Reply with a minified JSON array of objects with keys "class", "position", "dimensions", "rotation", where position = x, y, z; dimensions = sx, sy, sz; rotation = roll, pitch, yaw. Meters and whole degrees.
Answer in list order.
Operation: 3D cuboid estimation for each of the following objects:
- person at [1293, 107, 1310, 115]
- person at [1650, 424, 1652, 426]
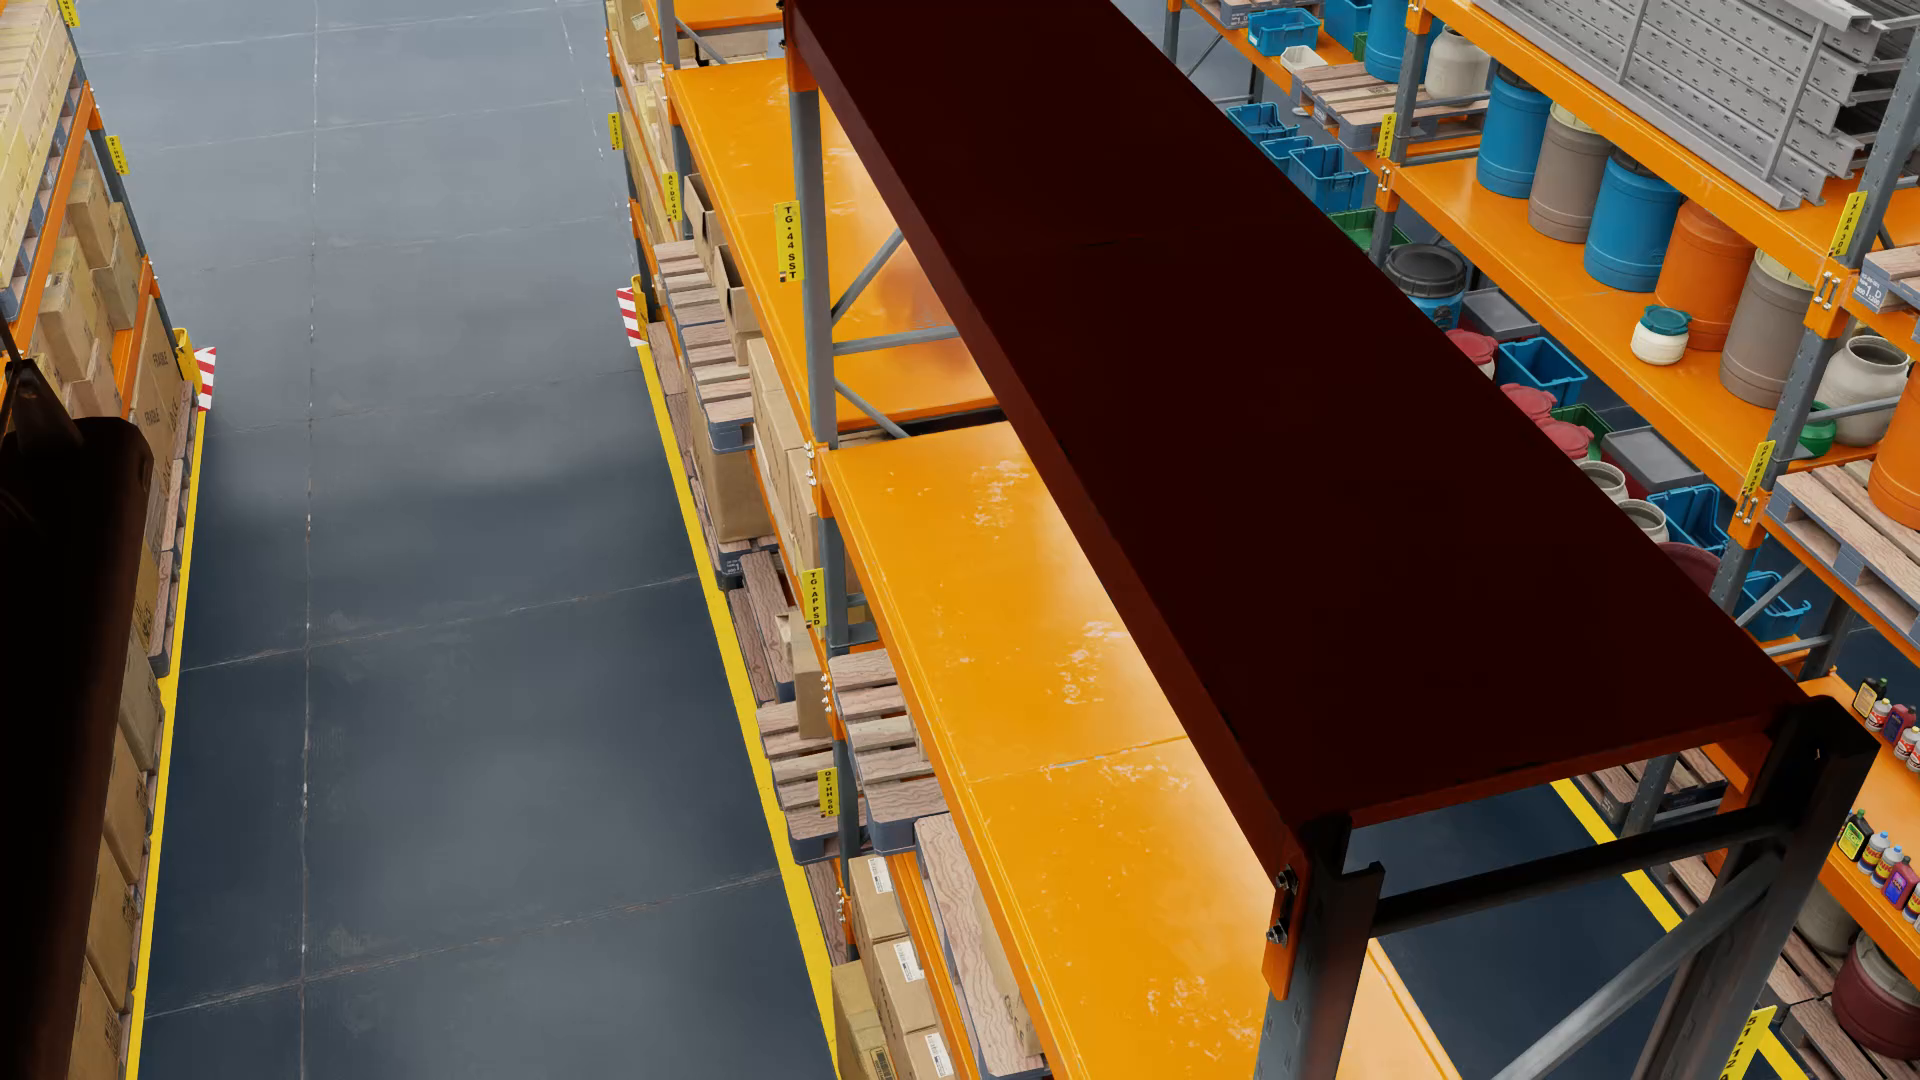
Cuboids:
[{"class":"person","position":[4.042,-5.447,18.486],"dimensions":[0.639,1.531,0.712],"rotation":[7,39,9]},{"class":"person","position":[5.824,-1.363,13.234],"dimensions":[0.601,1.673,0.815],"rotation":[-18,42,-21]}]
